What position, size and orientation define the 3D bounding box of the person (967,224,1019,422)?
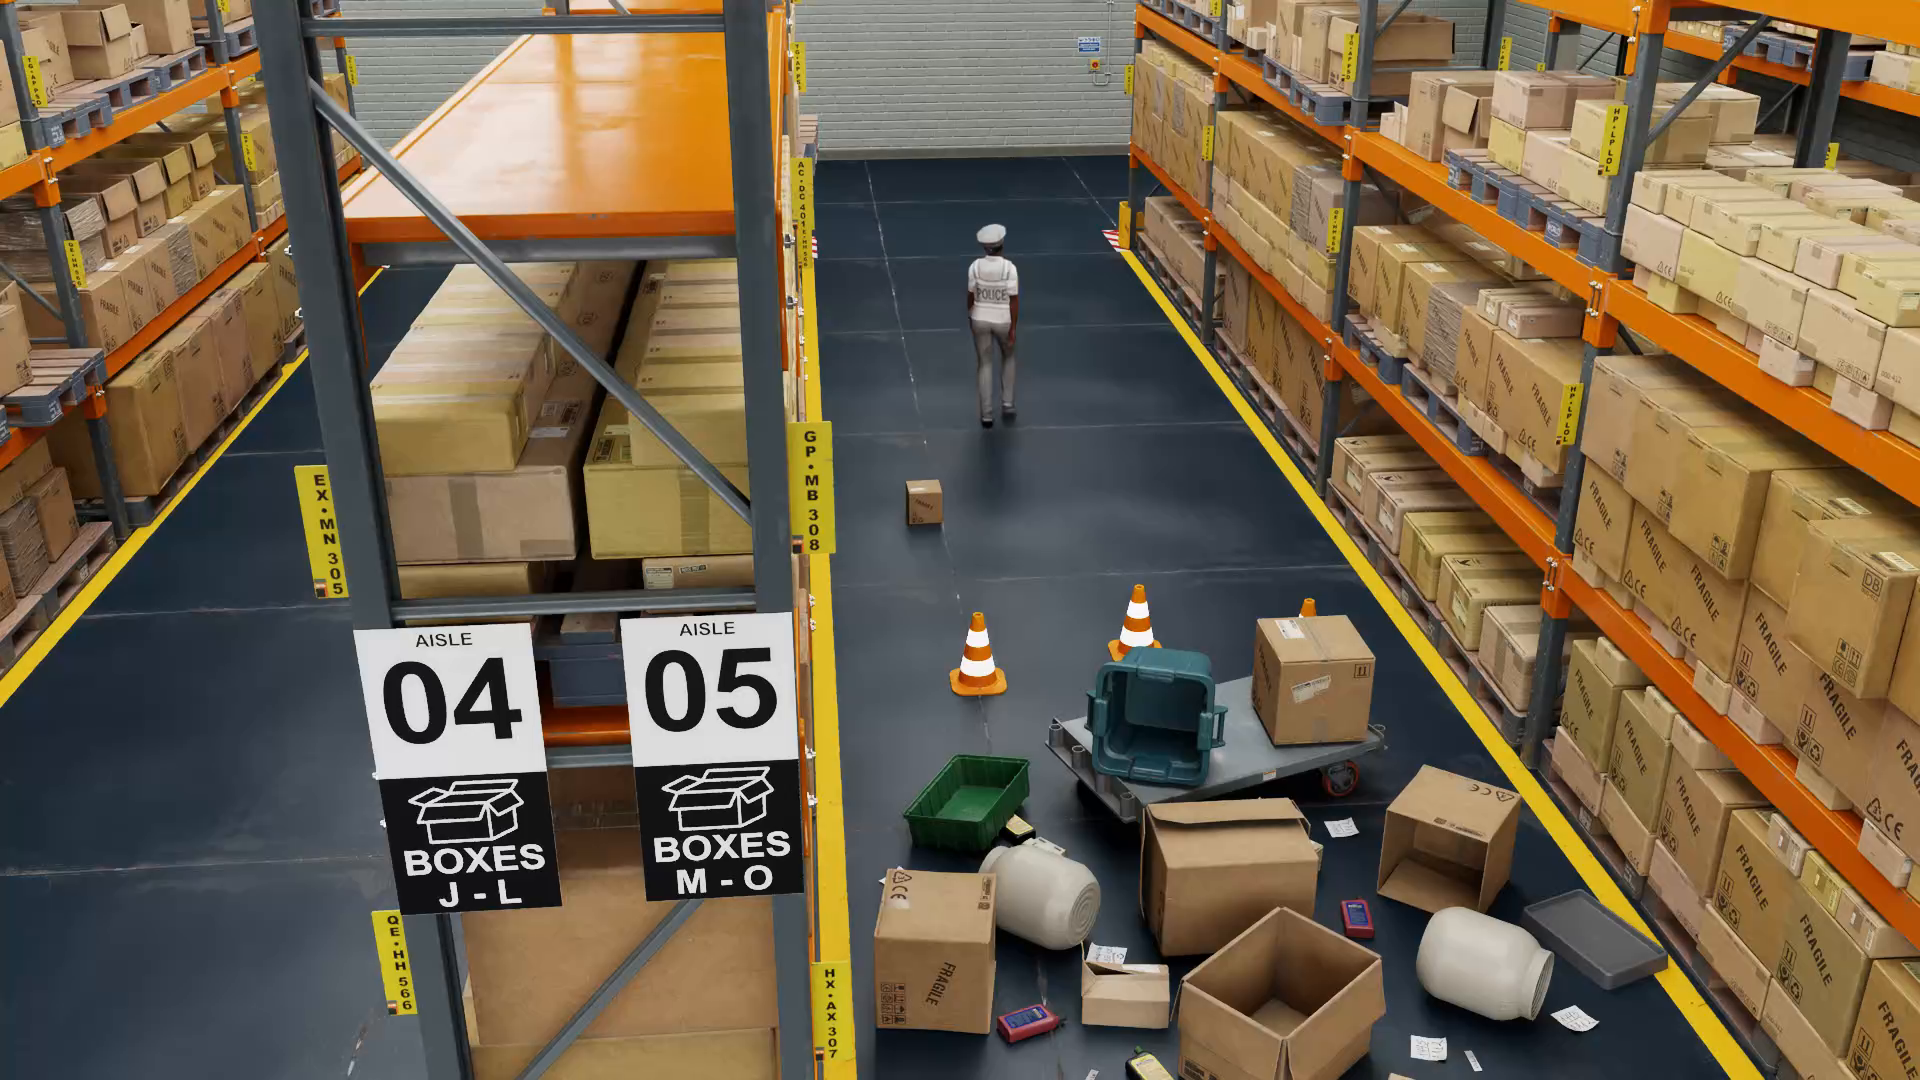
[{"bbox_3d":[0.286,-1.828,14.257,0.454,1.768,0.593,3,24,6],"label":"person"}]
